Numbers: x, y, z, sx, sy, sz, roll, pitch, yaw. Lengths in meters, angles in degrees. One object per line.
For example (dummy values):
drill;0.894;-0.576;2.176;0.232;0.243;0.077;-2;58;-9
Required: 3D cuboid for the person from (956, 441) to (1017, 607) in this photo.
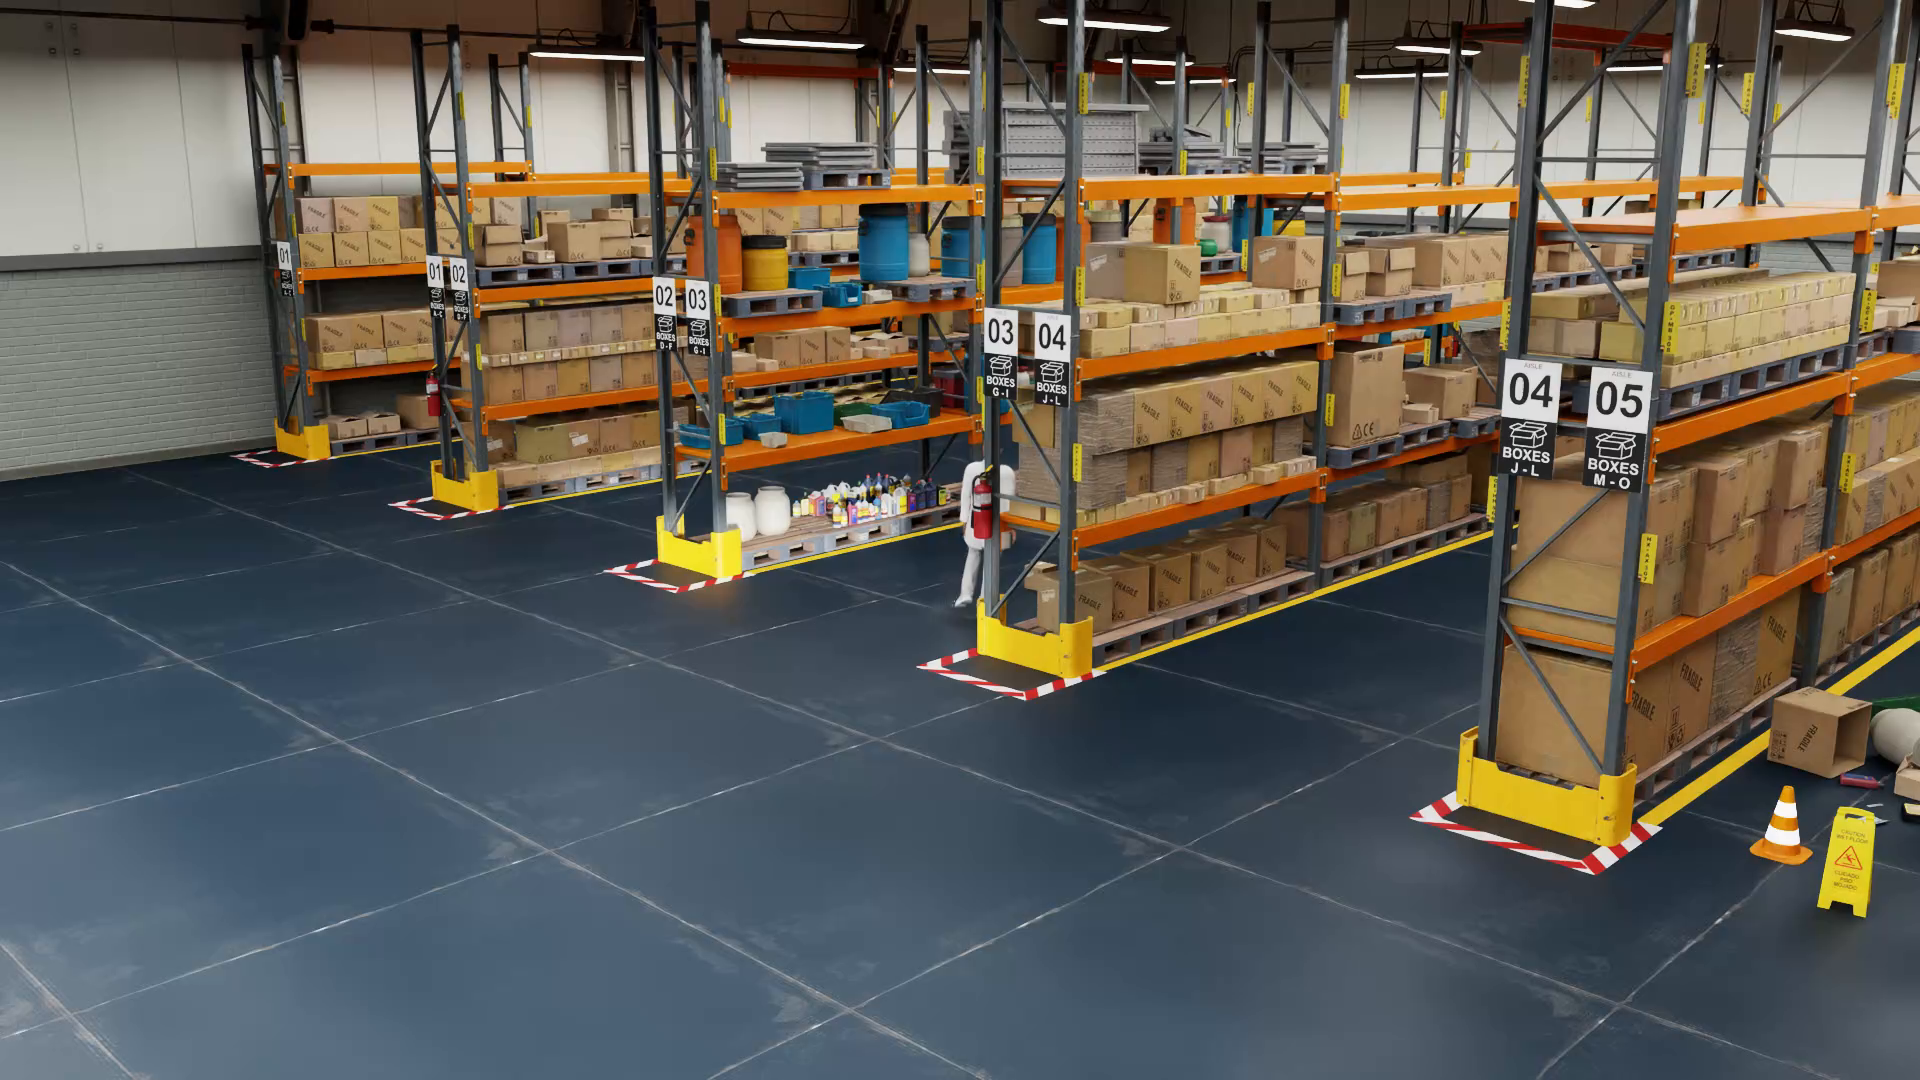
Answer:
person;0.272;-0.156;16.613;0.680;1.781;0.467;5;14;20
